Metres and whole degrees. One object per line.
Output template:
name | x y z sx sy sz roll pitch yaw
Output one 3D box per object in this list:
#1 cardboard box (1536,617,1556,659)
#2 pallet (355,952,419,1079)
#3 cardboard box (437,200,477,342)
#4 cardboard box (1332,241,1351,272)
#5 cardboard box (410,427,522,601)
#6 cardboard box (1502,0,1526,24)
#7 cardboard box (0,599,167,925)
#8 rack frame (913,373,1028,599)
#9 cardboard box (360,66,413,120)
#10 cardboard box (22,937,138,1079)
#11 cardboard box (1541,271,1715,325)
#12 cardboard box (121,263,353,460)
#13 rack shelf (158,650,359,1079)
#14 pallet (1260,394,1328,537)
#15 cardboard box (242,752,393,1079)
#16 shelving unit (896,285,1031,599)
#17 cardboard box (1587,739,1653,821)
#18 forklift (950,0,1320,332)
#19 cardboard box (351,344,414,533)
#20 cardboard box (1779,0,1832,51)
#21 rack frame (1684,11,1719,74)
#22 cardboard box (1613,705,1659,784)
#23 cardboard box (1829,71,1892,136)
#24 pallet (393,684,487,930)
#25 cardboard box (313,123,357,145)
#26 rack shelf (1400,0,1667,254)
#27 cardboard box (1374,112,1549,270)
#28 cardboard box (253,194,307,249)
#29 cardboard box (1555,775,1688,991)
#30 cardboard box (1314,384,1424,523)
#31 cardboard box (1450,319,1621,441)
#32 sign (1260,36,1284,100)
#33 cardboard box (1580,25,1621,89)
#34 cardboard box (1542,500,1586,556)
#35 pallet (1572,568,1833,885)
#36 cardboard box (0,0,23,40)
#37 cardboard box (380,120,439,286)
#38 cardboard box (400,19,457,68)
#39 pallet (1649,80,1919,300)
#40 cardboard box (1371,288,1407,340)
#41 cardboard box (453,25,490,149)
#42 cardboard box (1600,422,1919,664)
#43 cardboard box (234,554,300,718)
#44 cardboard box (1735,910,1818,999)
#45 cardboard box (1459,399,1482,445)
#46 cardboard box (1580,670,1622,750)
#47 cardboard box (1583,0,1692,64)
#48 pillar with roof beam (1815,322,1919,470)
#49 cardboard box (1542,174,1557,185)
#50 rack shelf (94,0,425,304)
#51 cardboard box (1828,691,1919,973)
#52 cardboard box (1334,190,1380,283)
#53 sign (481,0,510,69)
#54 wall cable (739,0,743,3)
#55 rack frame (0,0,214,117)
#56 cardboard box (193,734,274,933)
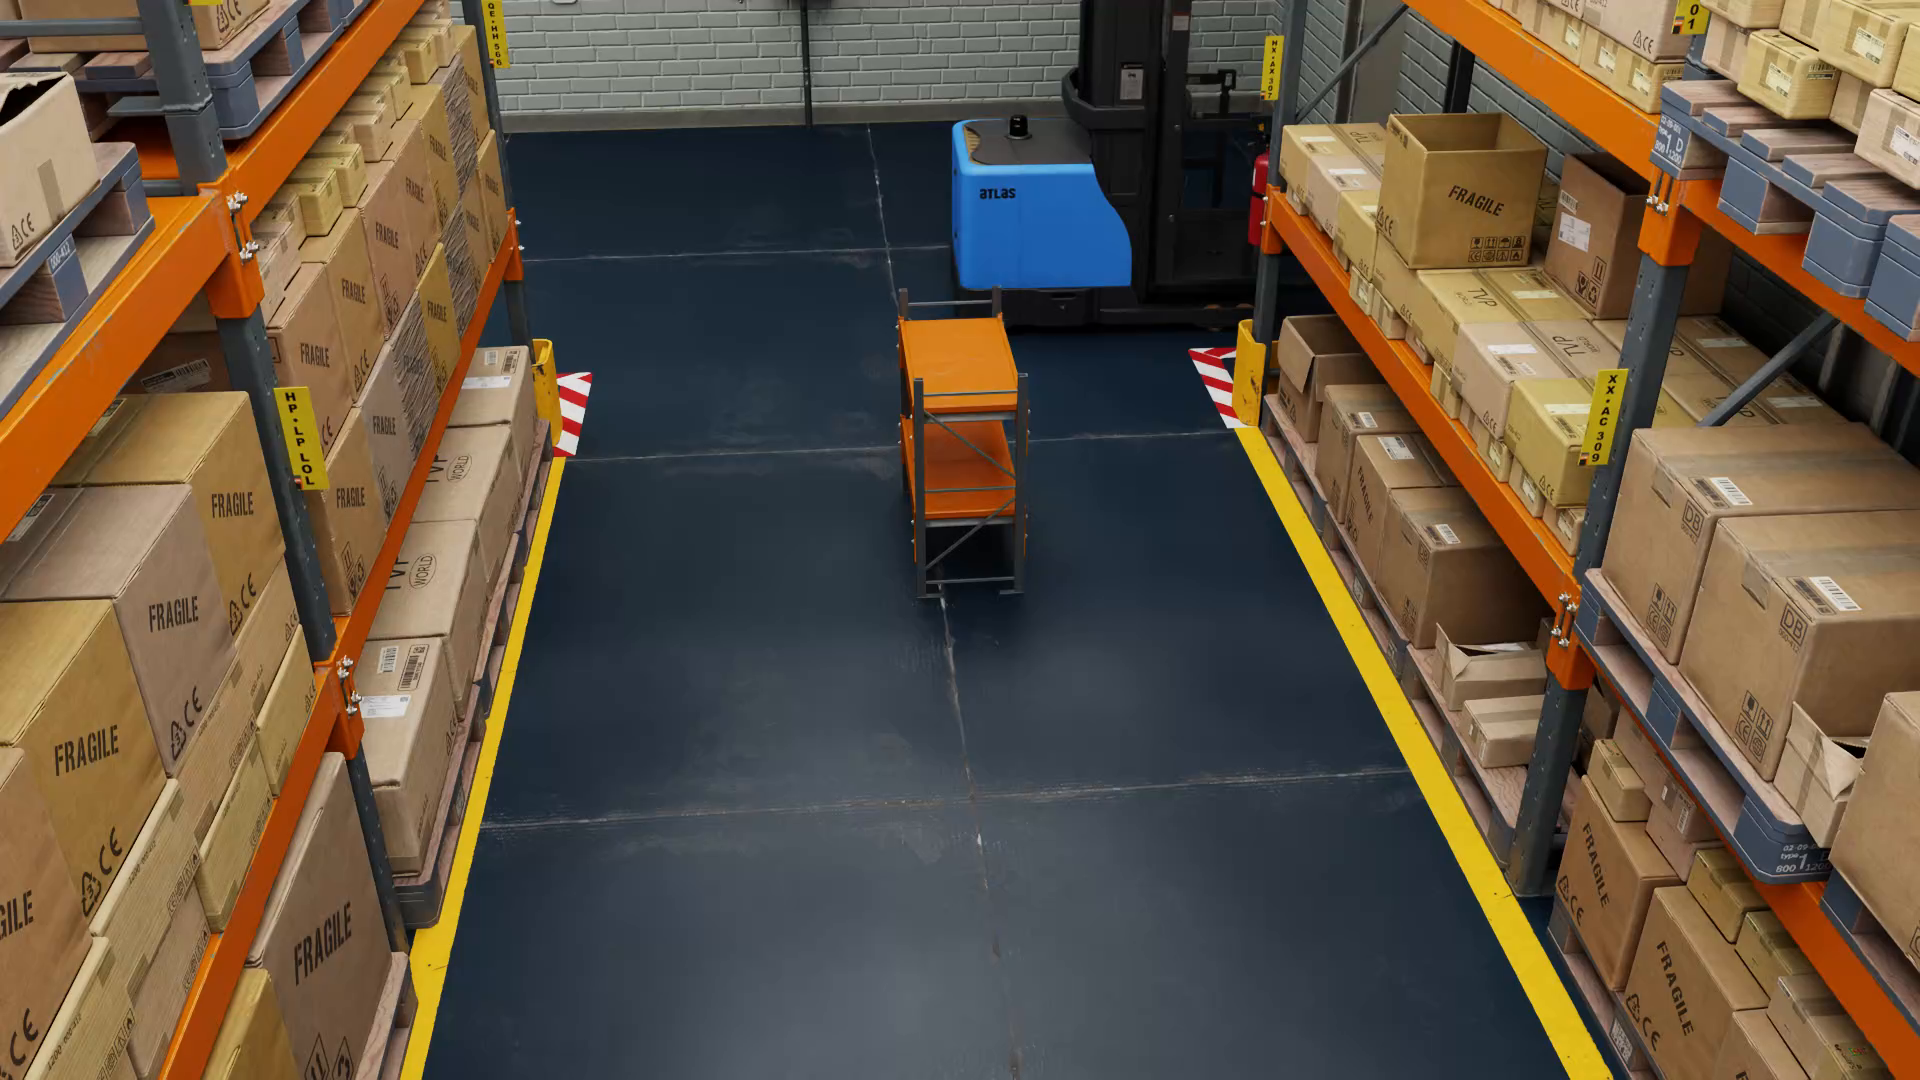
cardboard box | 2.651 0.440 6.958 0.380 0.149 0.250 -3 31 -5
pallet | -2.276 1.794 5.041 1.003 0.211 1.213 -3 31 -5
cardboard box | -2.399 -1.126 7.113 0.500 0.500 0.500 -2 31 -3
cardboard box | 1.994 -1.395 7.905 0.380 0.149 0.250 -2 31 -3
cardboard box | -2.542 -0.117 7.610 0.875 0.438 0.875 -2 31 -3
cardboard box | 2.140 -1.909 5.840 0.380 0.149 0.250 -2 31 -3
cardboard box | -2.048 0.474 3.459 0.500 0.500 0.500 -2 31 -3
rack frame | 0.047 -0.227 7.533 0.500 1.125 0.032 -3 31 -5
cardboard box | -2.390 -1.764 6.573 0.380 0.149 0.250 -2 31 -3
cardboard box | -1.967 1.049 3.227 0.500 0.250 0.500 -2 31 -4
cardboard box | 2.641 -0.882 6.657 0.500 0.250 0.500 -2 31 -4
cardboard box | -2.227 -0.521 5.124 0.500 0.500 0.500 -3 31 -4
rack shelf | -2.237 1.536 3.454 1.077 0.370 4.000 -3 31 -5
pallet | 2.227 -0.432 8.769 1.003 0.211 1.213 -3 31 -5
cardboard box | -2.286 1.251 4.893 0.875 0.875 0.875 -2 31 -3
shelving unit | -0.001 -0.486 7.967 0.538 1.125 1.048 -3 31 -5
cardboard box | 2.287 0.777 5.420 0.380 0.149 0.250 -1 31 -2
forklift | 1.475 -2.838 10.144 3.031 2.935 1.130 -2 31 -3
cardboard box | -2.250 -0.346 5.806 0.500 0.500 0.500 -3 31 -4
cardboard box | 2.205 -1.258 3.954 0.380 0.149 0.250 -2 31 -4
rack frame | 2.518 -2.609 3.842 1.000 3.000 0.127 -3 31 -5
cardboard box | 2.347 0.646 5.348 0.380 0.149 0.250 -3 31 -5
cardboard box | 2.261 -1.006 3.823 0.380 0.149 0.250 -2 31 -4
pallet | -2.417 1.012 6.351 1.003 0.211 1.213 -3 31 -5
cardboard box | -2.364 -1.368 5.909 0.380 0.149 0.250 -3 31 -5
rack shelf | 2.331 -2.033 6.505 1.077 0.370 4.000 -3 31 -5
cardboard box | 2.059 -1.450 6.878 0.500 0.500 0.500 -2 31 -3
cardboard box | -2.300 -0.977 5.255 0.380 0.149 0.250 -3 31 -5
cardboard box | 2.339 1.117 5.482 0.500 0.500 0.500 -1 31 -2
cardboard box | 2.148 -0.428 8.069 0.700 0.500 0.500 -2 31 -3
cardboard box | 2.166 -0.600 6.186 0.500 0.250 0.500 -3 31 -4
sign | 1.604 -2.421 8.534 0.100 0.325 0.005 -3 31 -5
cardboard box | 2.171 -1.508 5.169 0.380 0.149 0.250 -3 31 -5
cardboard box | 2.237 -0.076 5.697 0.380 0.149 0.250 -2 31 -4
pallet | 2.484 0.462 4.738 1.003 0.211 1.213 -3 31 -5
cardboard box | -2.802 -1.558 4.632 0.396 0.266 0.258 -2 31 -3
cardboard box | -2.349 -1.298 6.426 0.500 0.500 0.500 -3 31 -5
cardboard box | -2.409 -2.157 7.230 0.380 0.149 0.250 -3 31 -5
pallet | 2.509 -0.904 4.097 1.213 0.211 1.003 -3 31 -5
cardboard box | 2.018 -0.993 7.233 0.380 0.149 0.250 -2 31 -3
cardboard box | -2.515 -2.073 7.723 0.500 0.500 0.500 -2 31 -3
cardboard box | 2.341 0.001 4.816 0.700 0.500 0.500 -2 31 -3
cardboard box | -2.140 0.270 4.532 0.500 0.250 0.500 -3 31 -5
cardboard box | 2.464 1.184 4.738 0.380 0.149 0.250 -3 31 -5
cardboard box | 2.145 -0.475 6.365 0.380 0.149 0.250 -2 31 -3
cardboard box | 2.692 0.592 6.546 0.500 0.311 0.500 -2 31 -3
cardboard box | 2.224 -1.619 4.966 0.500 0.250 0.500 -3 31 -4
pillar with roof beam | -0.936 -2.801 4.164 9.100 9.000 0.400 -3 31 -5
cardboard box | 2.499 -1.653 7.949 0.500 0.250 0.500 -3 31 -4
rack shelf | -2.610 -1.794 6.104 1.077 0.370 4.000 -3 31 -5
cardboard box | 2.462 0.666 3.702 0.700 0.500 0.500 -3 31 -5
cardboard box | 2.017 -1.378 7.489 0.500 0.250 0.500 -3 31 -6
sign | -2.256 -2.454 8.072 0.100 0.325 0.005 -3 31 -5
wall cable | -1.936 -5.224 13.079 0.588 1.984 0.122 -3 31 -5
rack frame | -2.423 -2.369 3.441 1.000 3.000 0.127 -3 31 -5
cardboard box | -2.084 0.748 4.219 0.500 0.250 0.500 -3 31 -5
